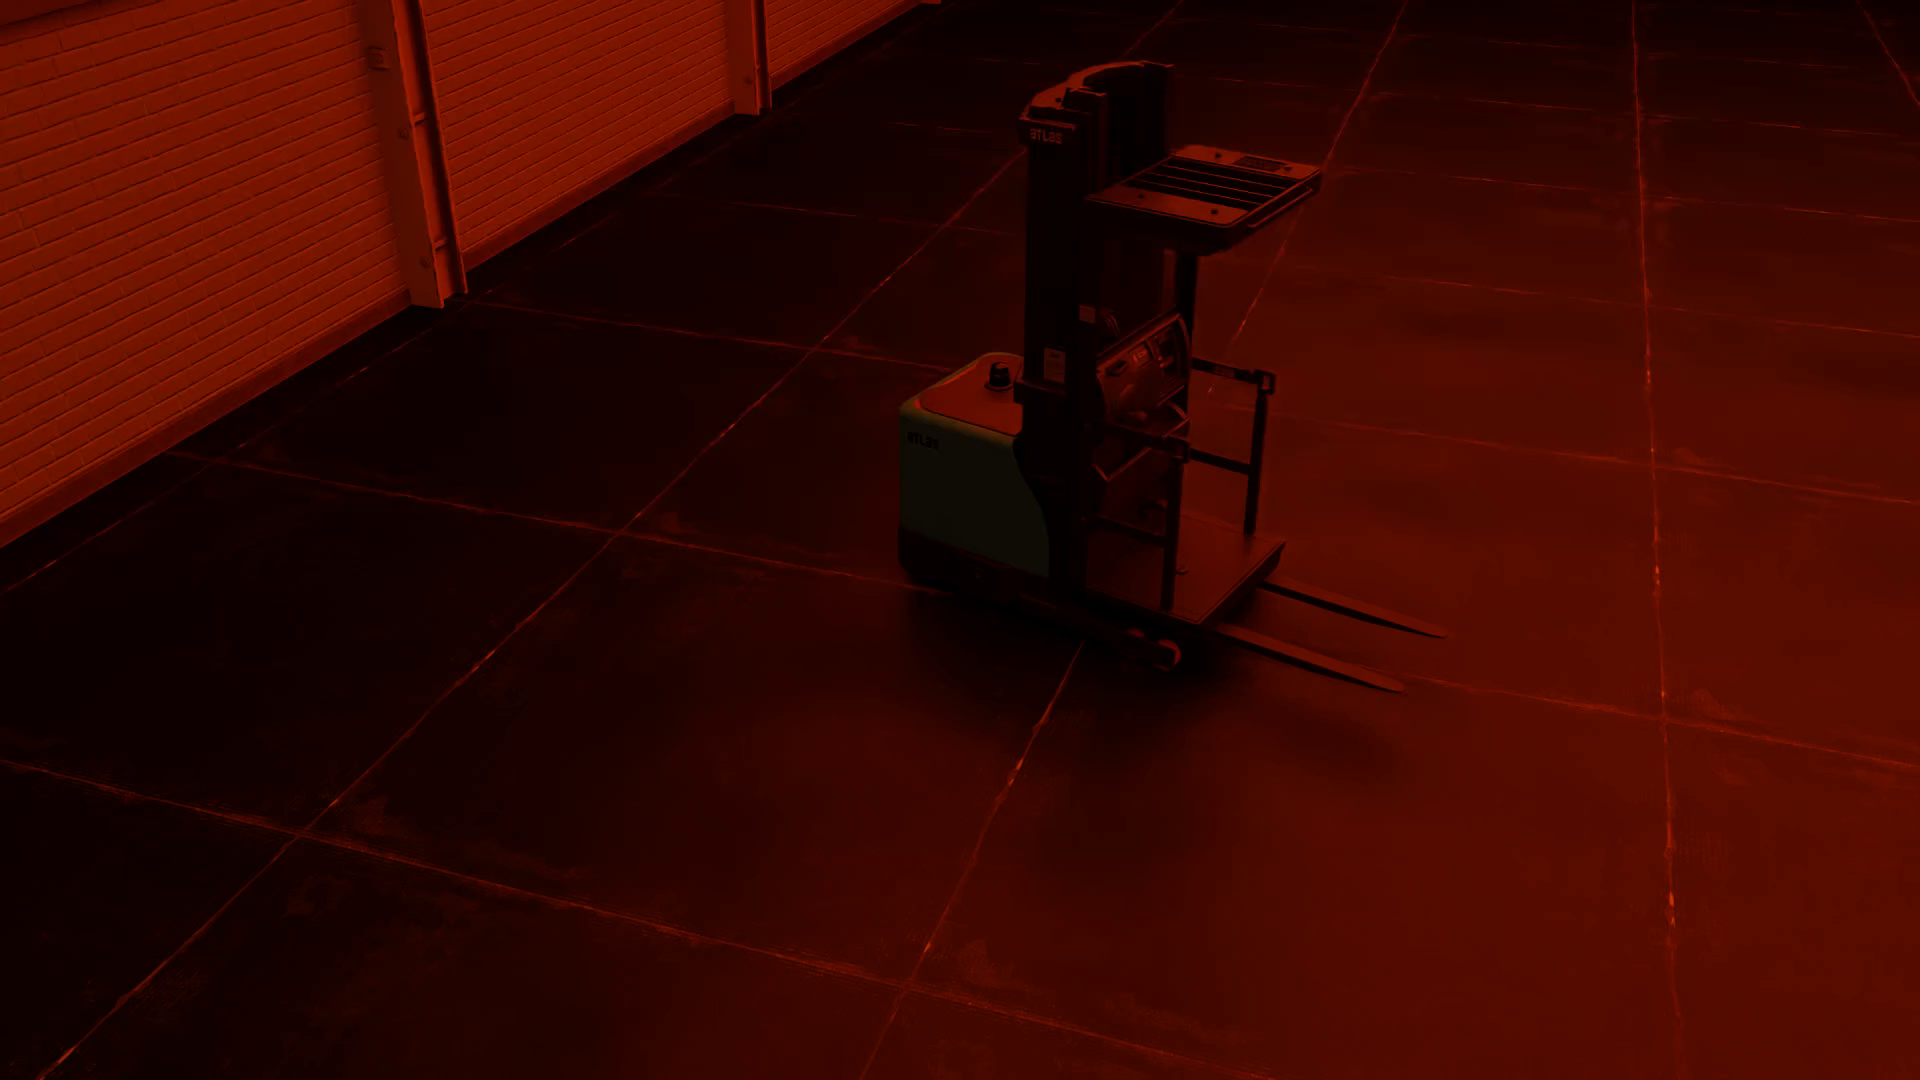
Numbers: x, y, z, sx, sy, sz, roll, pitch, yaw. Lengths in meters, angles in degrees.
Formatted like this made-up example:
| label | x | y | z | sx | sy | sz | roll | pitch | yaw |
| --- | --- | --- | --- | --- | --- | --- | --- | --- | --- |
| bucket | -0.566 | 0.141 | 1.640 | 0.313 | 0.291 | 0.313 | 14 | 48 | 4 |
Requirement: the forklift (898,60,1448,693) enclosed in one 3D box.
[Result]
| label | x | y | z | sx | sy | sz | roll | pitch | yaw |
| --- | --- | --- | --- | --- | --- | --- | --- | --- | --- |
| forklift | 1.144 | -0.876 | 8.674 | 3.031 | 2.935 | 1.130 | 19 | 35 | 29 |
